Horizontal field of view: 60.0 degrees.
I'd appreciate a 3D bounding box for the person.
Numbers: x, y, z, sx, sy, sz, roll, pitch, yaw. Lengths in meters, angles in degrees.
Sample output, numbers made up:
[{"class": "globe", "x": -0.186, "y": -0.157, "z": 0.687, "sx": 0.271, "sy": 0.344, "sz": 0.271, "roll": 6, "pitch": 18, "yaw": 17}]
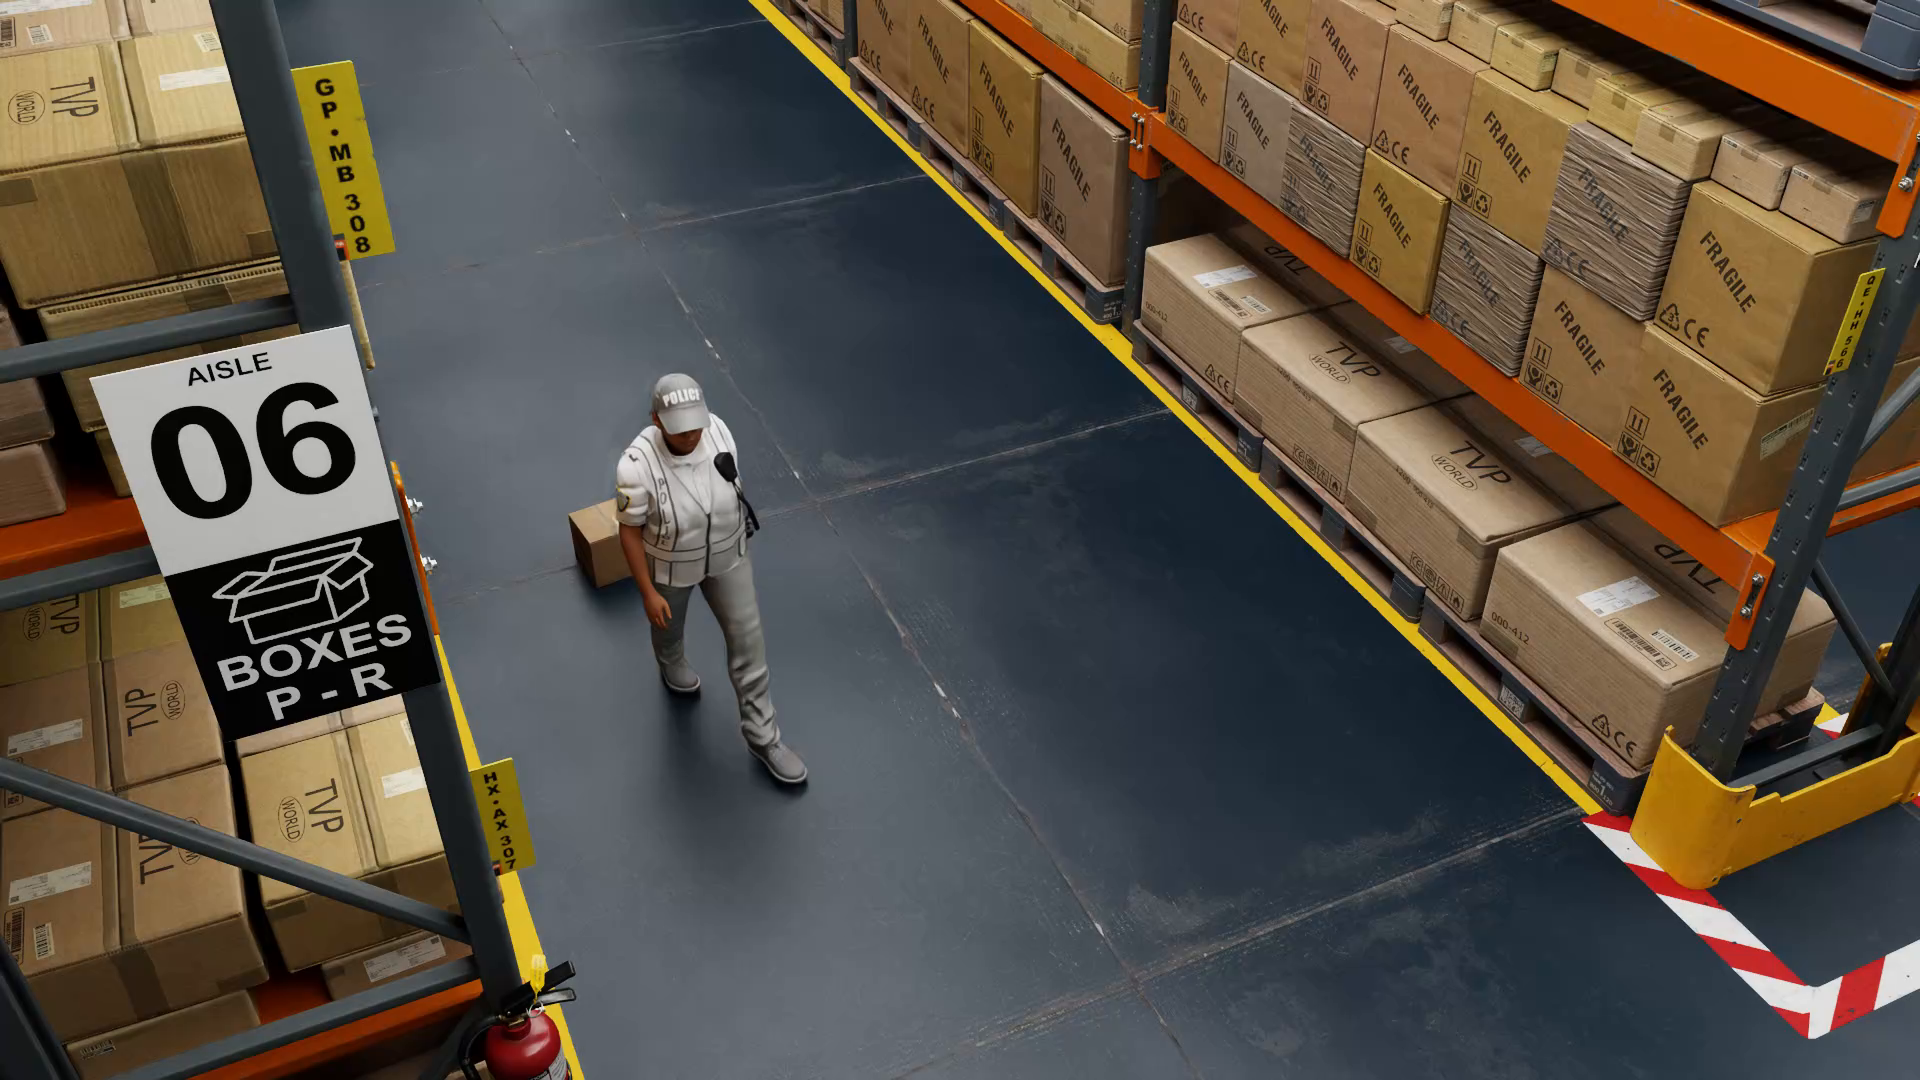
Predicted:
[{"class": "person", "x": -0.969, "y": 0.081, "z": 6.038, "sx": 0.506, "sy": 1.598, "sz": 0.963, "roll": -18, "pitch": 41, "yaw": -22}]
